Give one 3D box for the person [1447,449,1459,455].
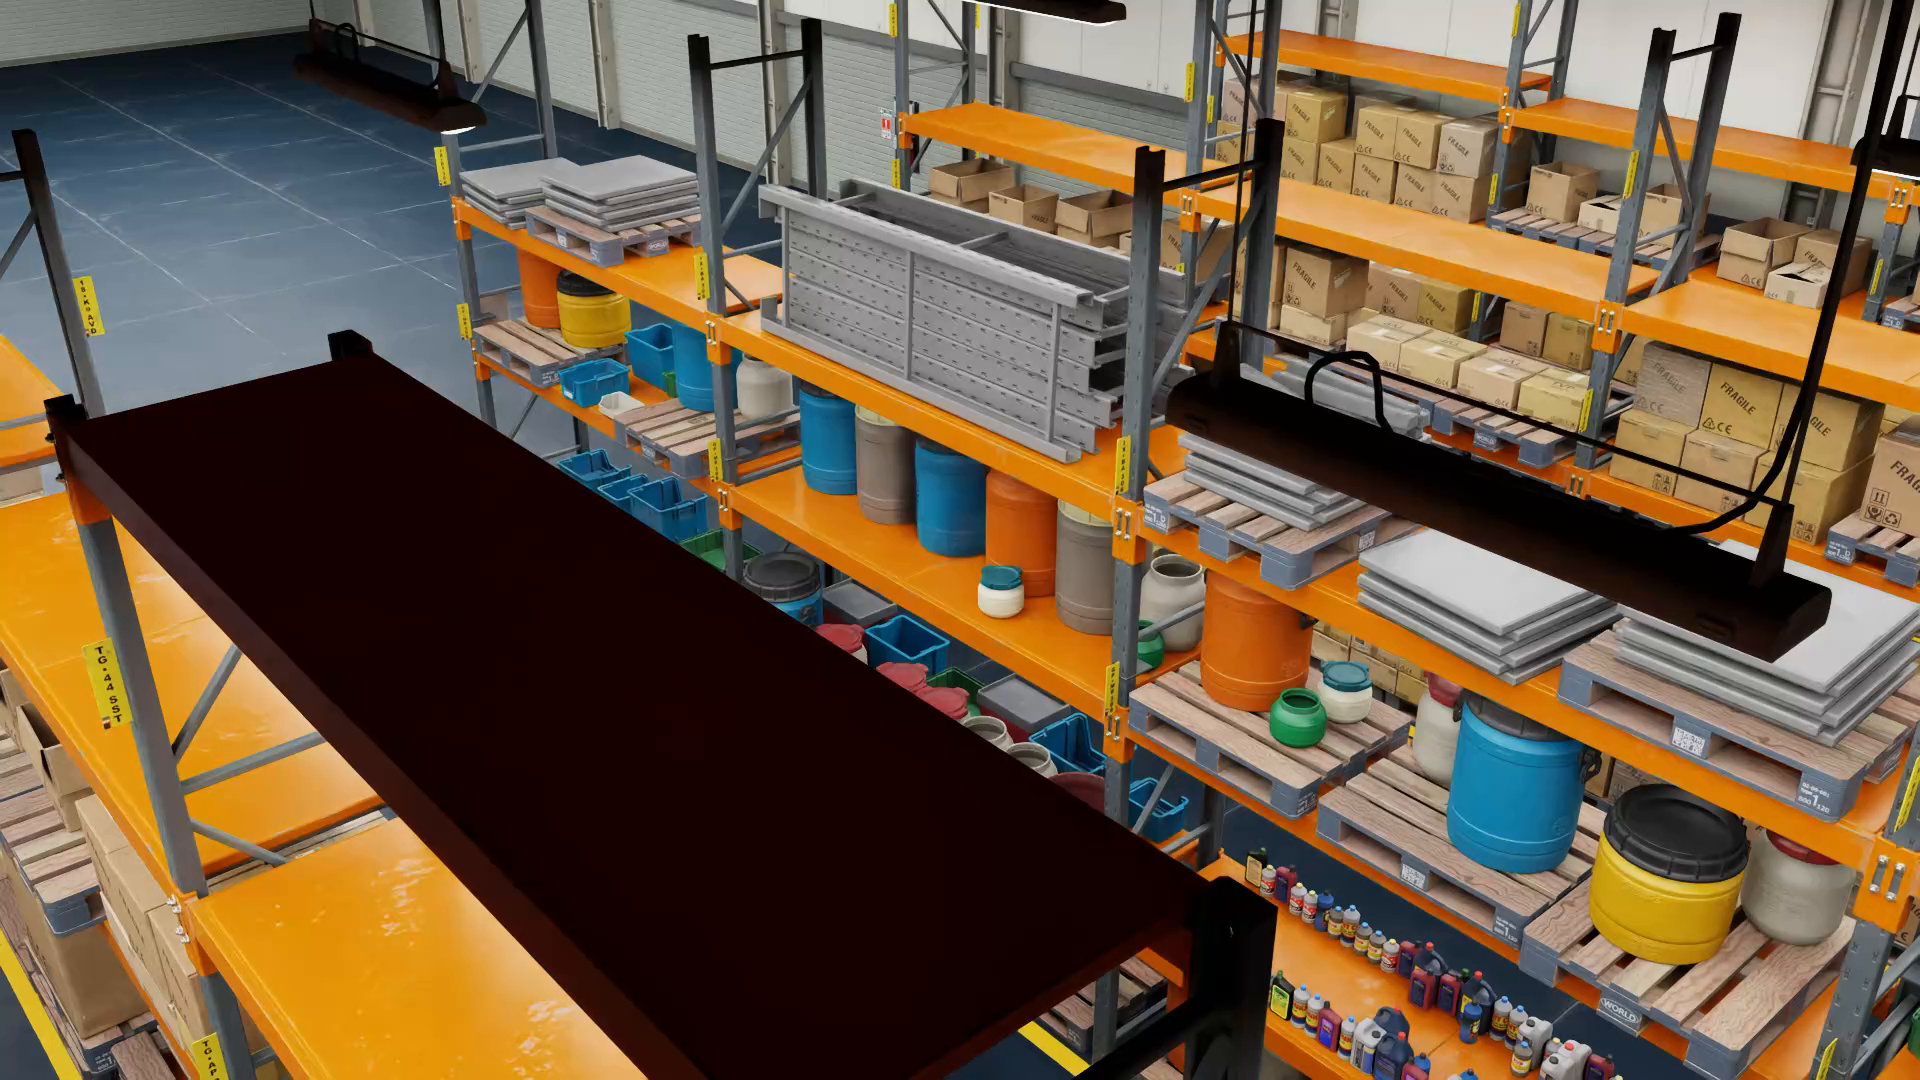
[{"bbox_3d":[4.566,-0.172,16.234,0.533,1.531,0.644,-20,33,-33],"label":"person"}]
